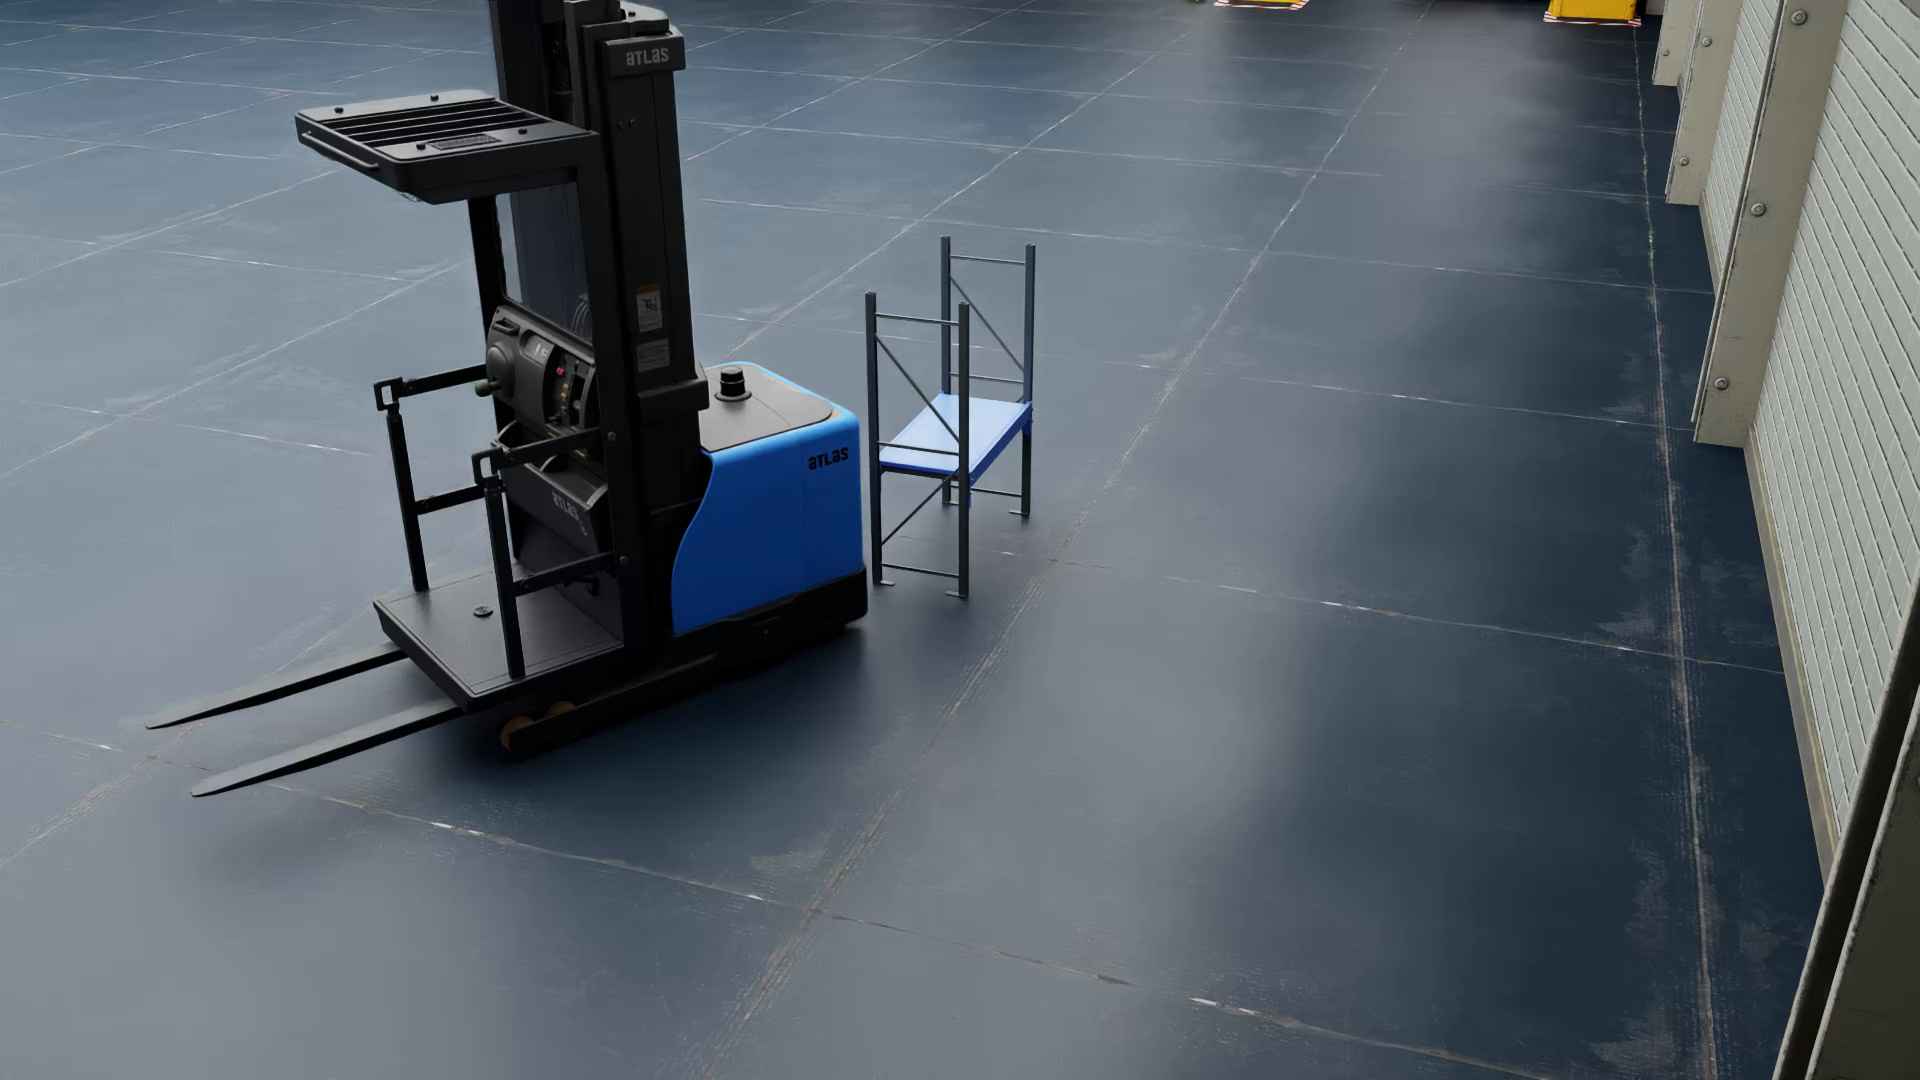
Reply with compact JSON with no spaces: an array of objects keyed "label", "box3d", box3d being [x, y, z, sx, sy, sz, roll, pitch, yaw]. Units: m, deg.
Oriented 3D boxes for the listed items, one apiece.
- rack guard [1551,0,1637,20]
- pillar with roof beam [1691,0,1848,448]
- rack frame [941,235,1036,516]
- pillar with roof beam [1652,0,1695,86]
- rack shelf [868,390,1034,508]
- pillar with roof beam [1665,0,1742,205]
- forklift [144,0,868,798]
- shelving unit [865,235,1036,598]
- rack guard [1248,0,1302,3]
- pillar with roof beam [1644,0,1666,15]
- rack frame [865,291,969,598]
[{"label":"rack guard","box3d":[9.511,-8.104,24.914,1.175,0.500,0.348,9,27,17]},{"label":"pillar with roof beam","box3d":[0.551,-5.322,9.415,9.100,9.000,0.400,9,27,17]},{"label":"rack frame","box3d":[0.141,-0.849,8.782,0.500,1.500,0.032,9,27,17]},{"label":"pillar with roof beam","box3d":[4.544,-10.253,19.600,9.100,9.000,0.400,9,27,17]},{"label":"rack shelf","box3d":[-0.028,-0.478,8.429,0.538,0.185,1.000,9,27,17]},{"label":"pillar with roof beam","box3d":[2.548,-7.787,14.507,9.100,9.000,0.400,9,27,17]},{"label":"forklift","box3d":[-1.905,-0.679,6.790,3.031,2.935,1.130,-19,32,-34]},{"label":"shelving unit","box3d":[-0.028,-0.640,8.351,0.538,1.500,1.048,9,27,17]},{"label":"rack guard","box3d":[4.862,-8.863,26.482,1.175,0.500,0.348,9,27,17]},{"label":"pillar with roof beam","box3d":[6.541,-12.719,24.692,9.100,9.000,0.400,9,27,17]},{"label":"rack frame","box3d":[-0.198,-0.431,7.919,0.500,1.500,0.032,9,27,17]}]
